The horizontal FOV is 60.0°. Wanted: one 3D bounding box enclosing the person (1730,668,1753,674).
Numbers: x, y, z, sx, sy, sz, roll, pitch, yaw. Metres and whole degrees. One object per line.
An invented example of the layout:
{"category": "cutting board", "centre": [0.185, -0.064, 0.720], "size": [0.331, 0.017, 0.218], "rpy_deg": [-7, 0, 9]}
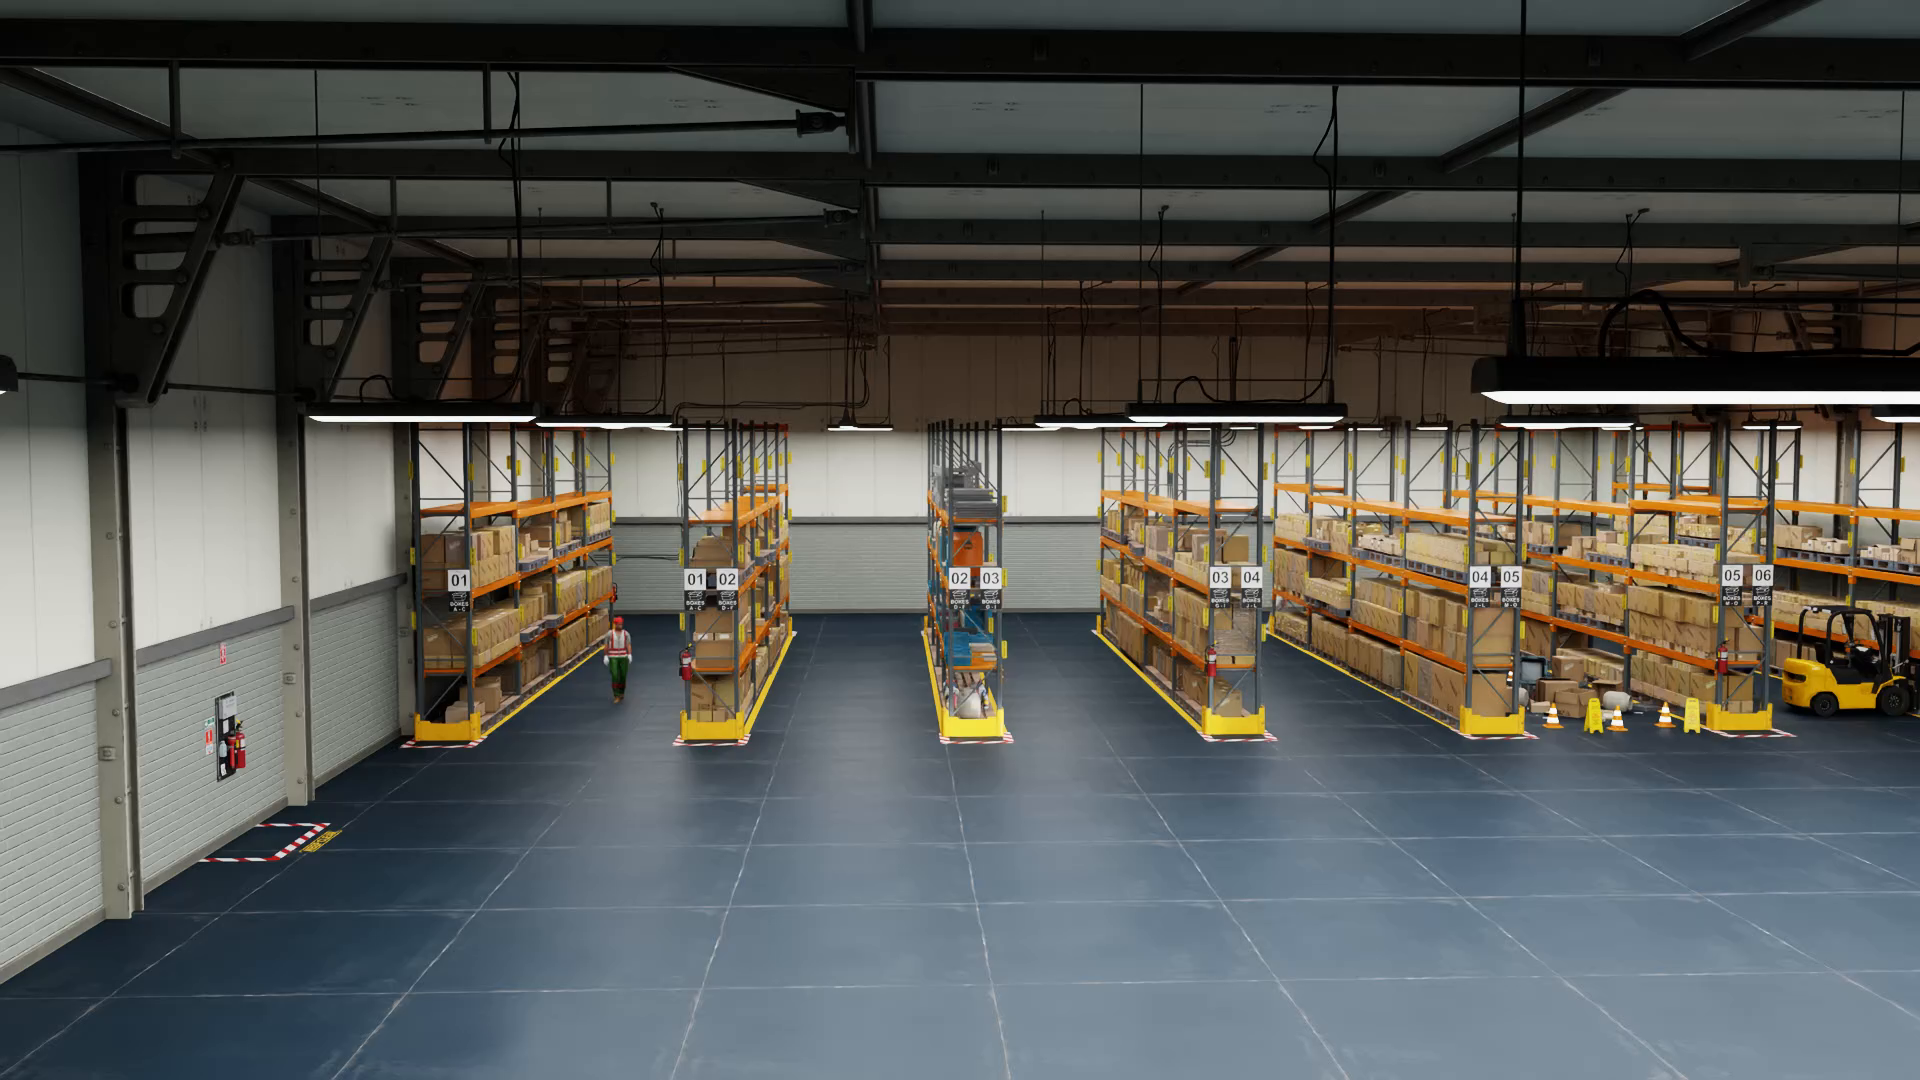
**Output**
{"category": "person", "centre": [17.063, 2.647, 36.294], "size": [0.546, 1.522, 0.709], "rpy_deg": [0, 4, -1]}

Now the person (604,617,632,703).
{"category": "person", "centre": [-7.295, 2.567, 35.632], "size": [0.569, 1.813, 0.694], "rpy_deg": [-2, 4, -26]}

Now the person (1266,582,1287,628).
{"category": "person", "centre": [9.405, 1.720, 48.848], "size": [1.090, 1.740, 0.581], "rpy_deg": [0, 4, -5]}
